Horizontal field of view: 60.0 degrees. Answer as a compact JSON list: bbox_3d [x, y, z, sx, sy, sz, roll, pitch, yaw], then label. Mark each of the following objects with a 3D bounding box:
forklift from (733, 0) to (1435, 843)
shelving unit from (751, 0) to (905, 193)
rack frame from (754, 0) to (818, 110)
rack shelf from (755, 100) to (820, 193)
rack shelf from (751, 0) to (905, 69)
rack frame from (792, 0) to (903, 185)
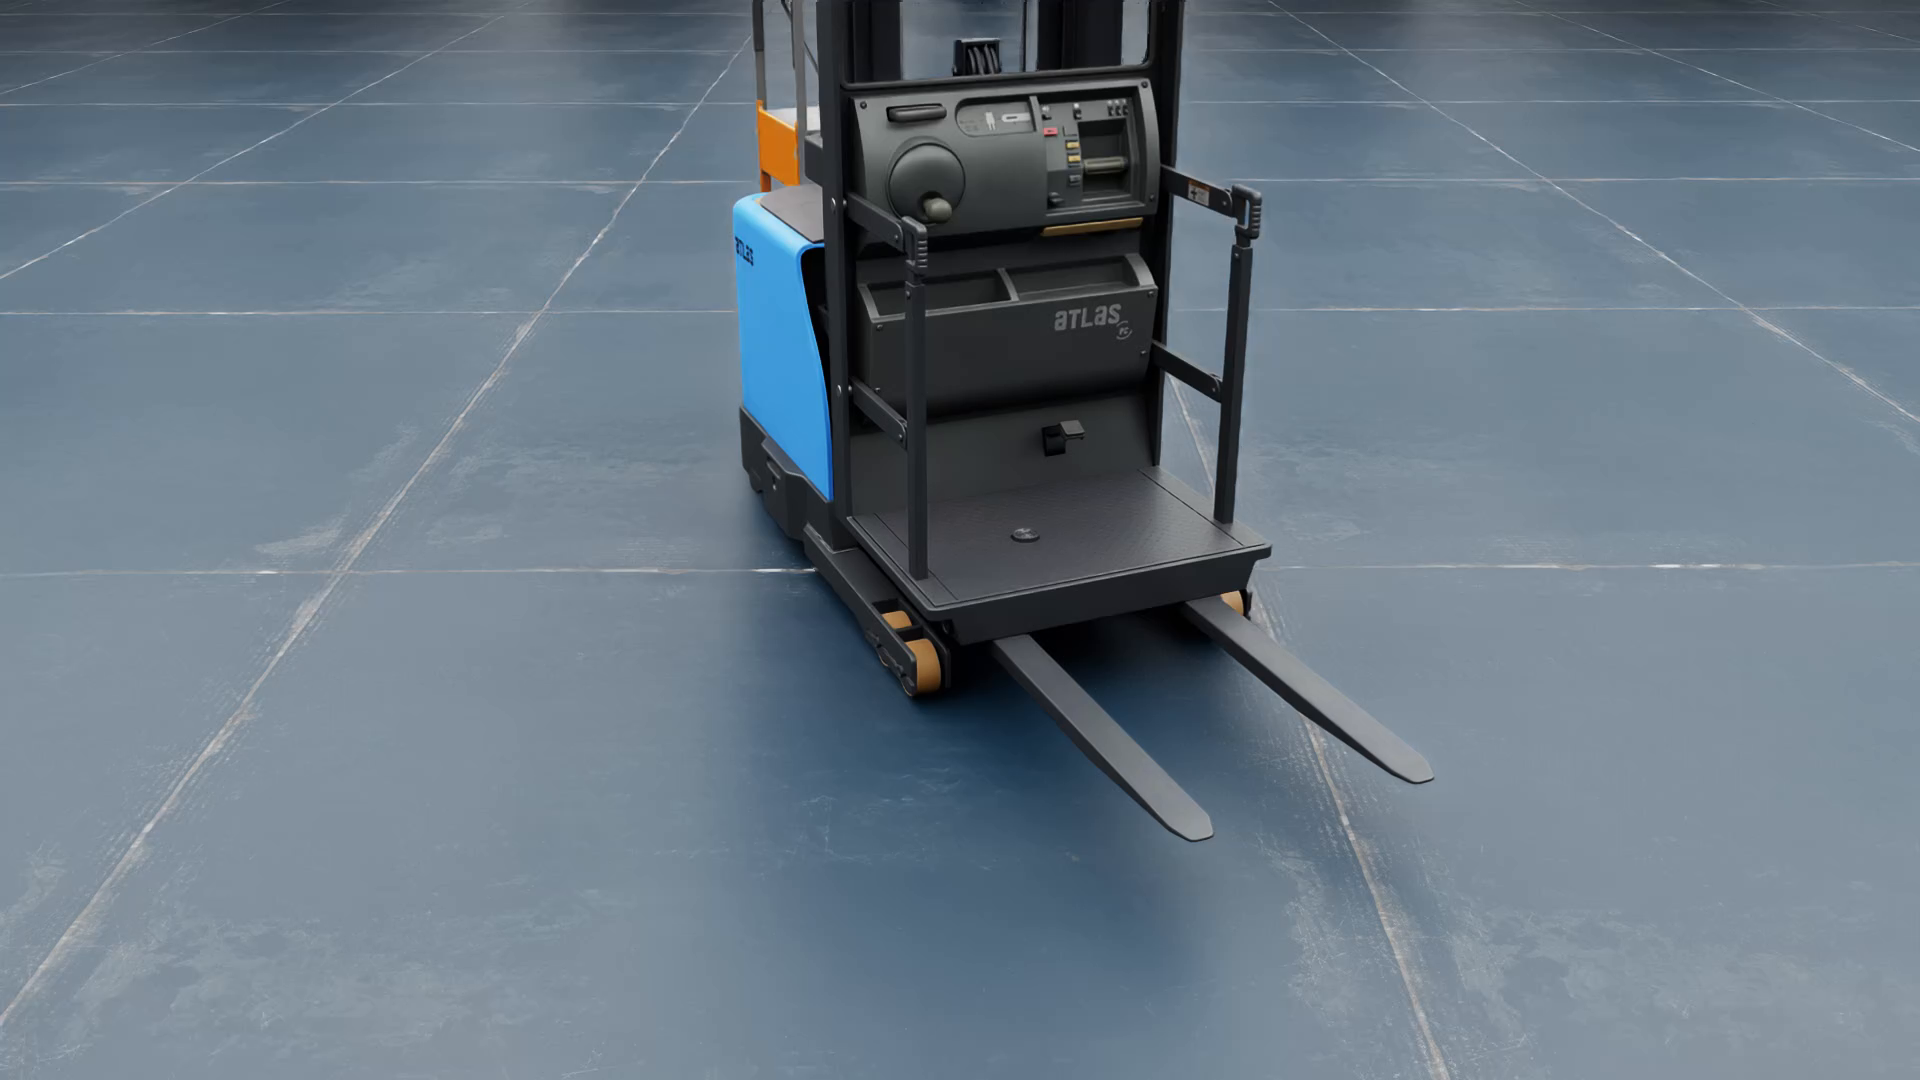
[{"bbox_3d":[0.233,-1.086,4.596,1.130,2.935,3.031,-10,26,-21],"label":"forklift"},{"bbox_3d":[-0.485,-1.376,6.245,0.431,2.100,0.503,-10,26,-21],"label":"shelving unit"},{"bbox_3d":[-0.581,-1.469,6.449,0.400,2.100,0.015,-10,26,-21],"label":"rack frame"},{"bbox_3d":[-0.485,-1.364,6.251,0.431,0.518,0.480,-10,26,-21],"label":"rack shelf"},{"bbox_3d":[-0.485,-2.002,5.962,0.431,0.518,0.480,-10,26,-21],"label":"rack shelf"},{"bbox_3d":[-0.390,-1.284,6.040,0.400,2.100,0.015,-10,26,-21],"label":"rack frame"}]
